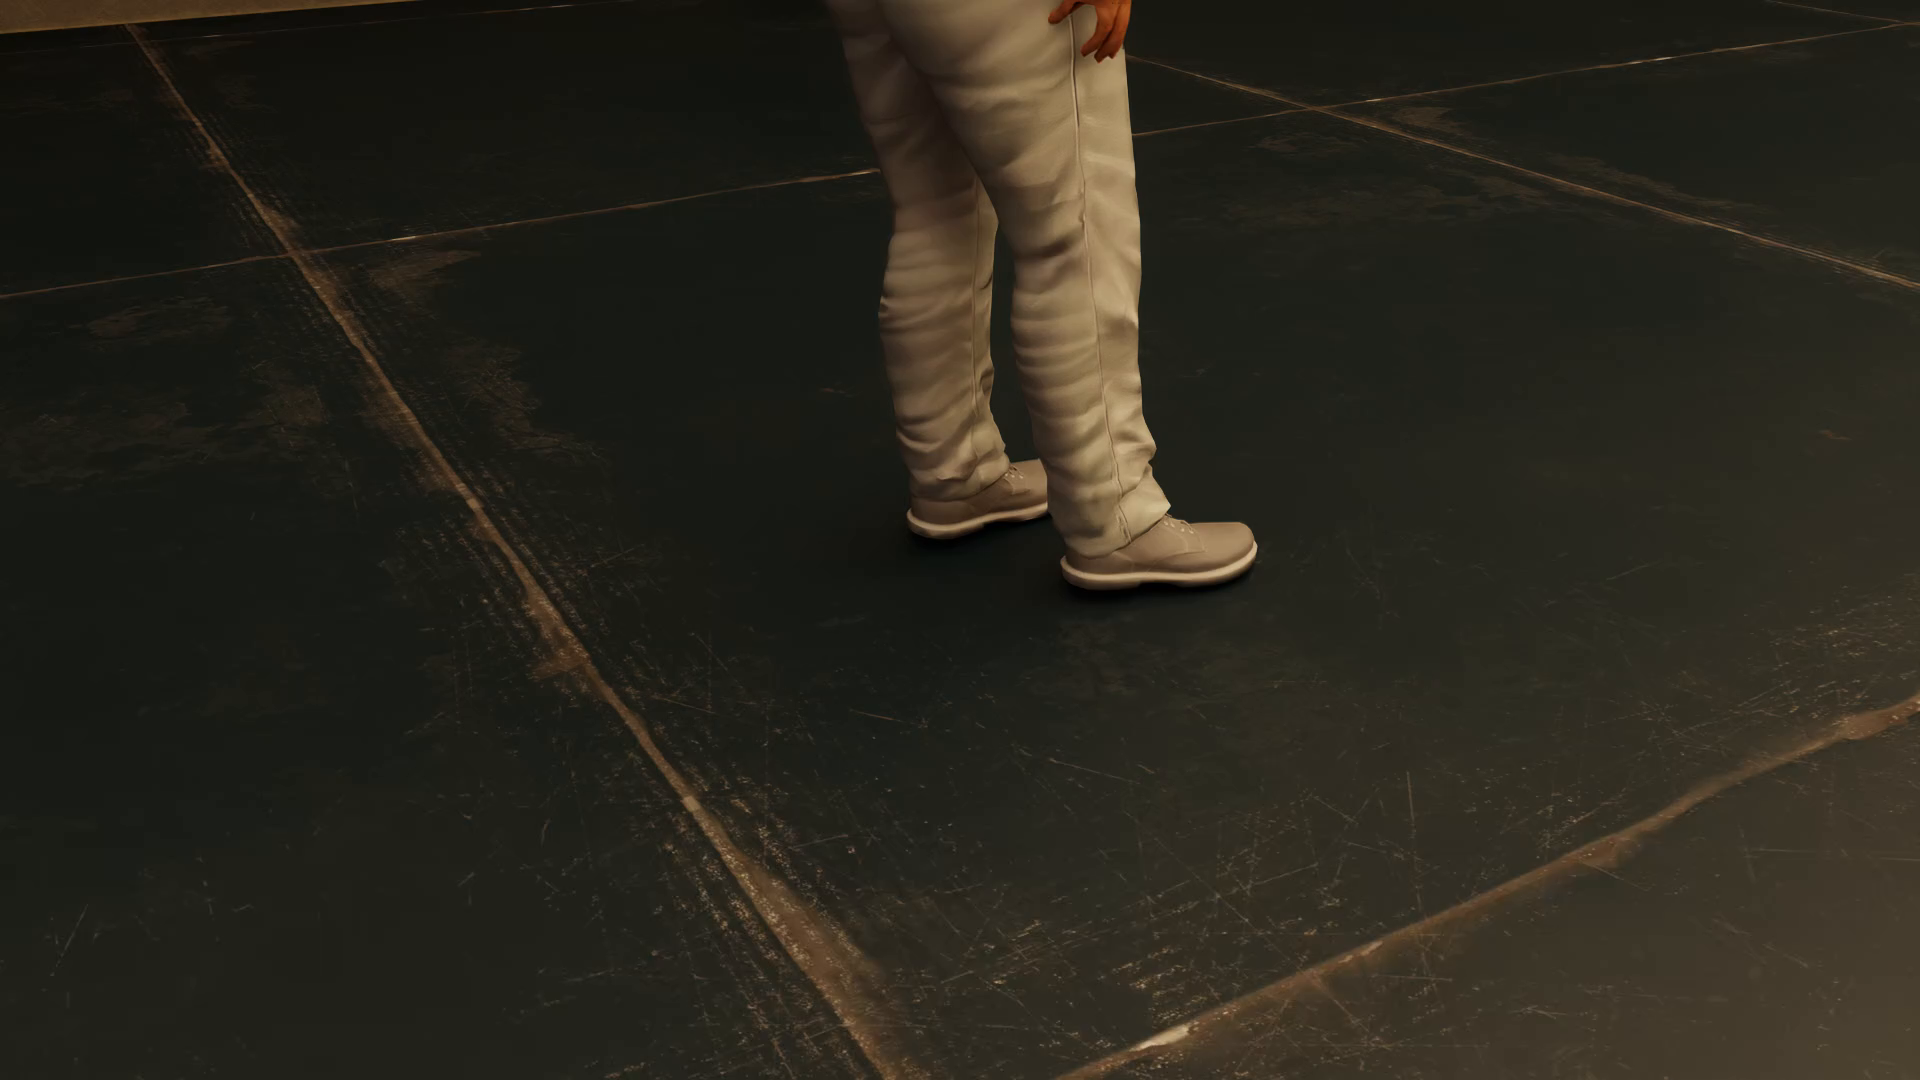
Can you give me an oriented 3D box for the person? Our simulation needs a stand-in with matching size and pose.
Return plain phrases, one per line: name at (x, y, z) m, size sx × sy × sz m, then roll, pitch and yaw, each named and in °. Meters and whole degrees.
person at (0.078, -0.759, 2.136) m, size 0.529 × 1.670 × 0.598 m, roll -15°, pitch 30°, yaw -26°
